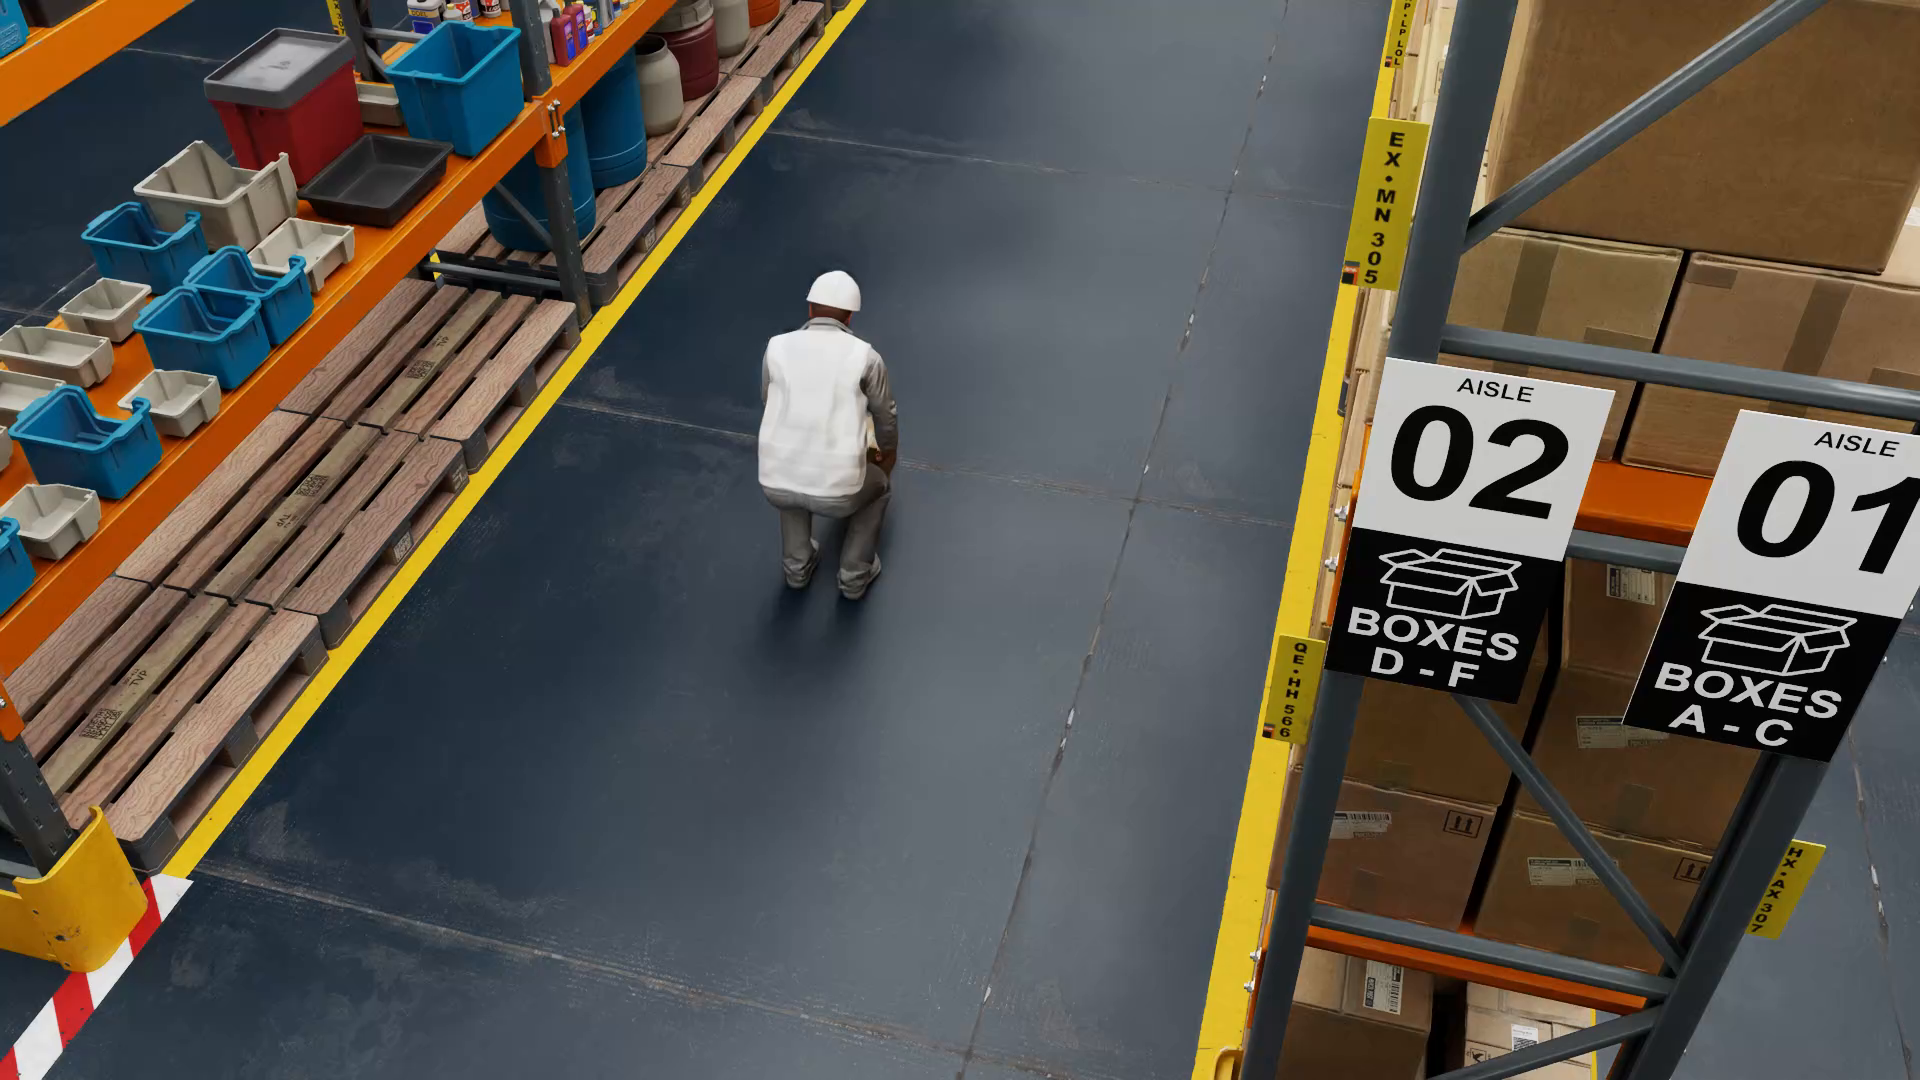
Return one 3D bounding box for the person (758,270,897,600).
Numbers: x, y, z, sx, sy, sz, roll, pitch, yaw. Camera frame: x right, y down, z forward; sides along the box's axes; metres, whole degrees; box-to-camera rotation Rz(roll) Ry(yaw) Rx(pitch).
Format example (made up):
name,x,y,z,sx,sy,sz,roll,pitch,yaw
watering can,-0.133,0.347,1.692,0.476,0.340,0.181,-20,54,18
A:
name,x,y,z,sx,sy,sz,roll,pitch,yaw
person,-0.580,-0.409,6.974,0.586,1.304,0.805,10,42,12
